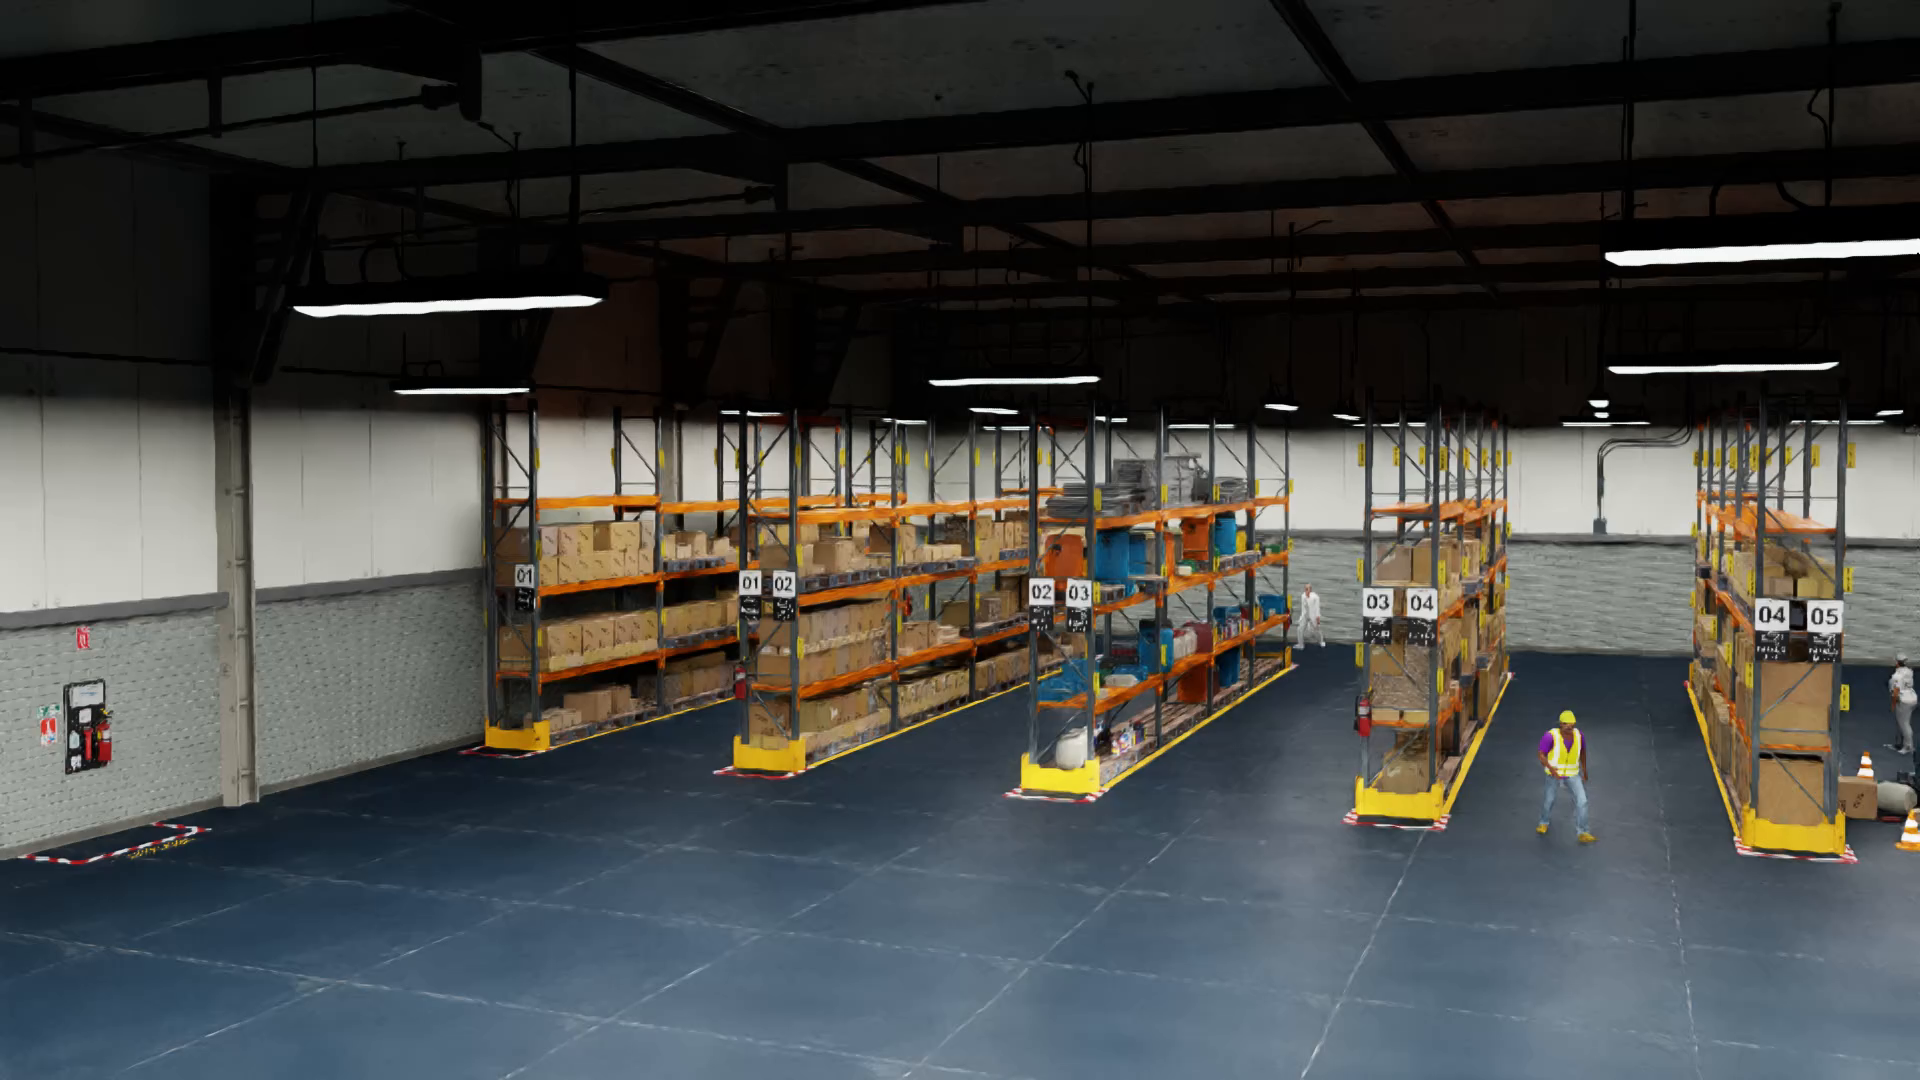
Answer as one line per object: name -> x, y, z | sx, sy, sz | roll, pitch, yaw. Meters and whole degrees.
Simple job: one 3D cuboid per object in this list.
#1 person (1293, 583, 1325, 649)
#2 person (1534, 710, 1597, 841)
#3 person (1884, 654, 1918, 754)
person -> 9.210, 1.992, 43.669 | 0.630, 1.723, 1.046 | 2, 4, 41
person -> 7.933, 3.067, 21.878 | 0.710, 1.703, 0.836 | 0, 3, 5
person -> 15.988, 2.766, 28.276 | 0.597, 1.659, 0.554 | -2, 4, -40
